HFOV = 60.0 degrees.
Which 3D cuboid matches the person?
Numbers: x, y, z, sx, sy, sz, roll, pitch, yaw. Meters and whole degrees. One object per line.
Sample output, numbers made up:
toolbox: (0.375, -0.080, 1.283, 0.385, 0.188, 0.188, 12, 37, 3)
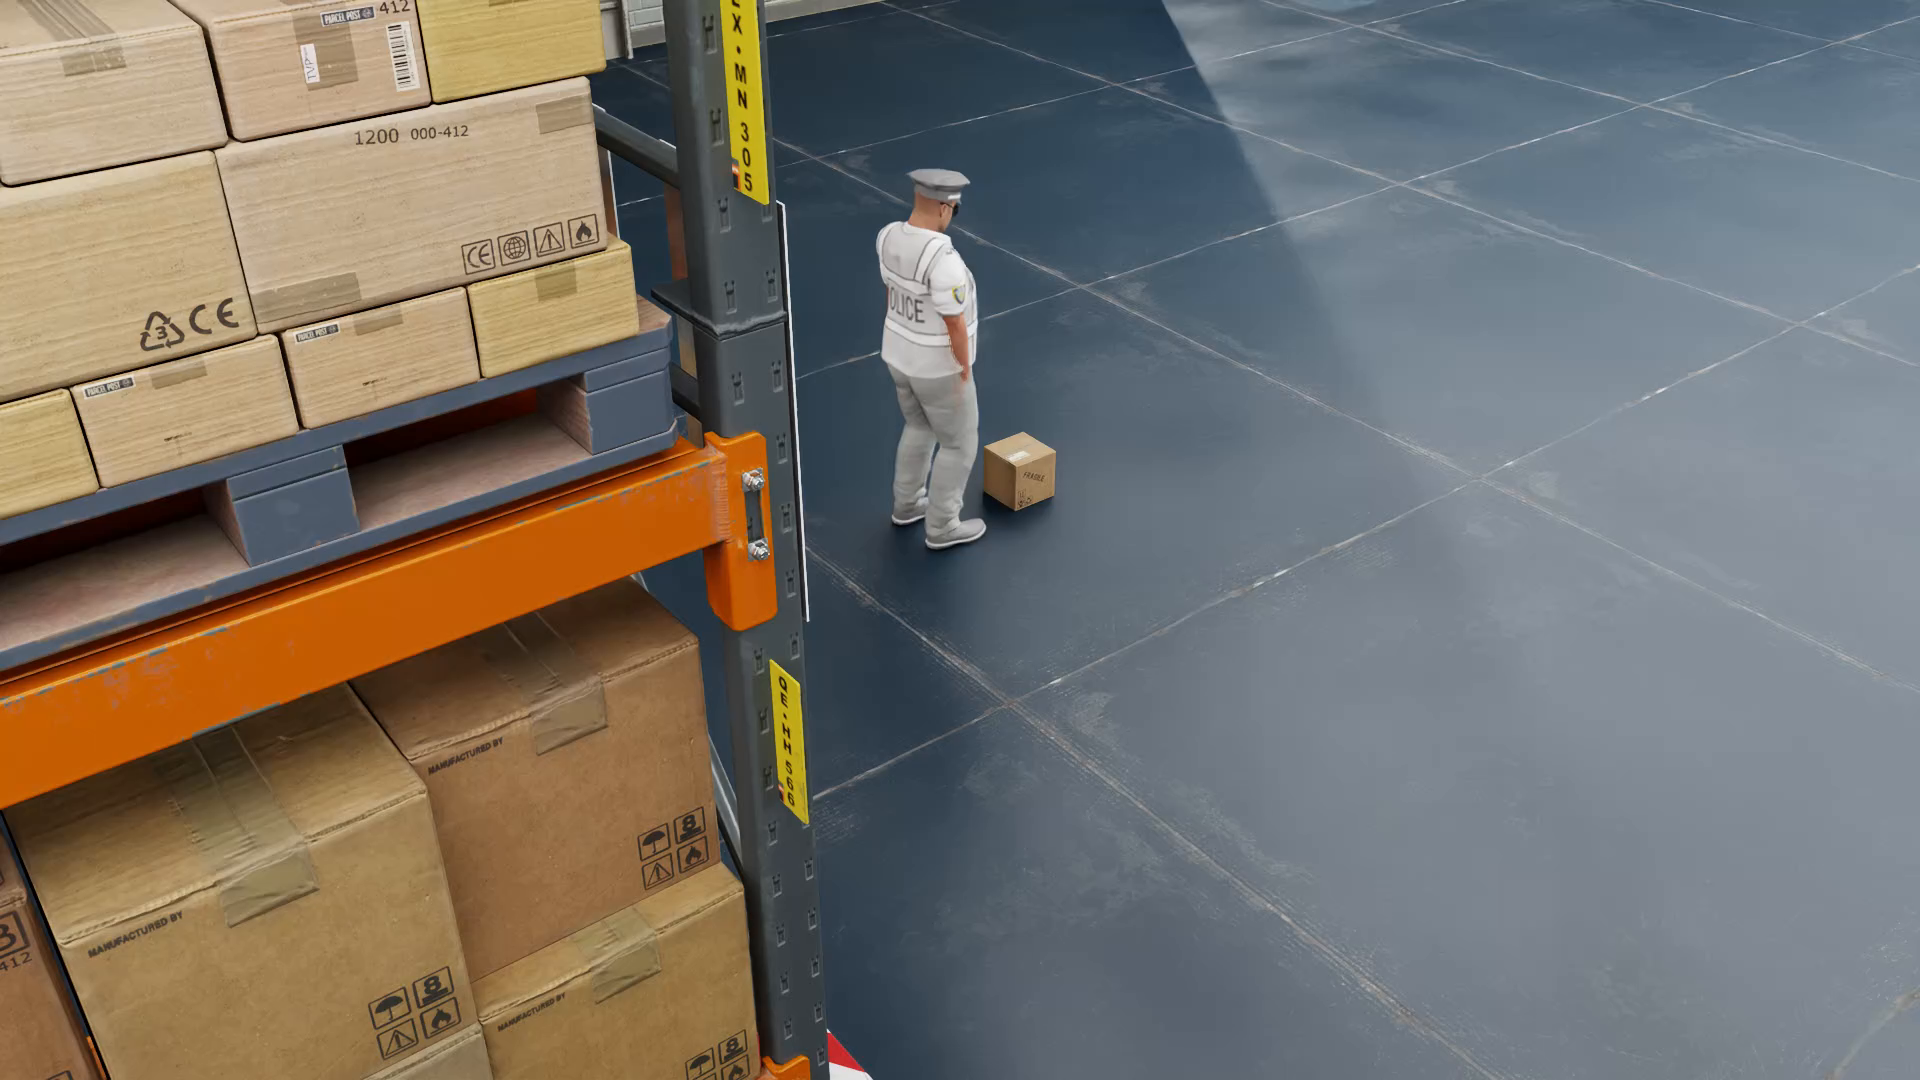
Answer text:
person: (-0.139, -0.801, 7.439, 0.388, 1.733, 0.535, -21, 38, -30)
